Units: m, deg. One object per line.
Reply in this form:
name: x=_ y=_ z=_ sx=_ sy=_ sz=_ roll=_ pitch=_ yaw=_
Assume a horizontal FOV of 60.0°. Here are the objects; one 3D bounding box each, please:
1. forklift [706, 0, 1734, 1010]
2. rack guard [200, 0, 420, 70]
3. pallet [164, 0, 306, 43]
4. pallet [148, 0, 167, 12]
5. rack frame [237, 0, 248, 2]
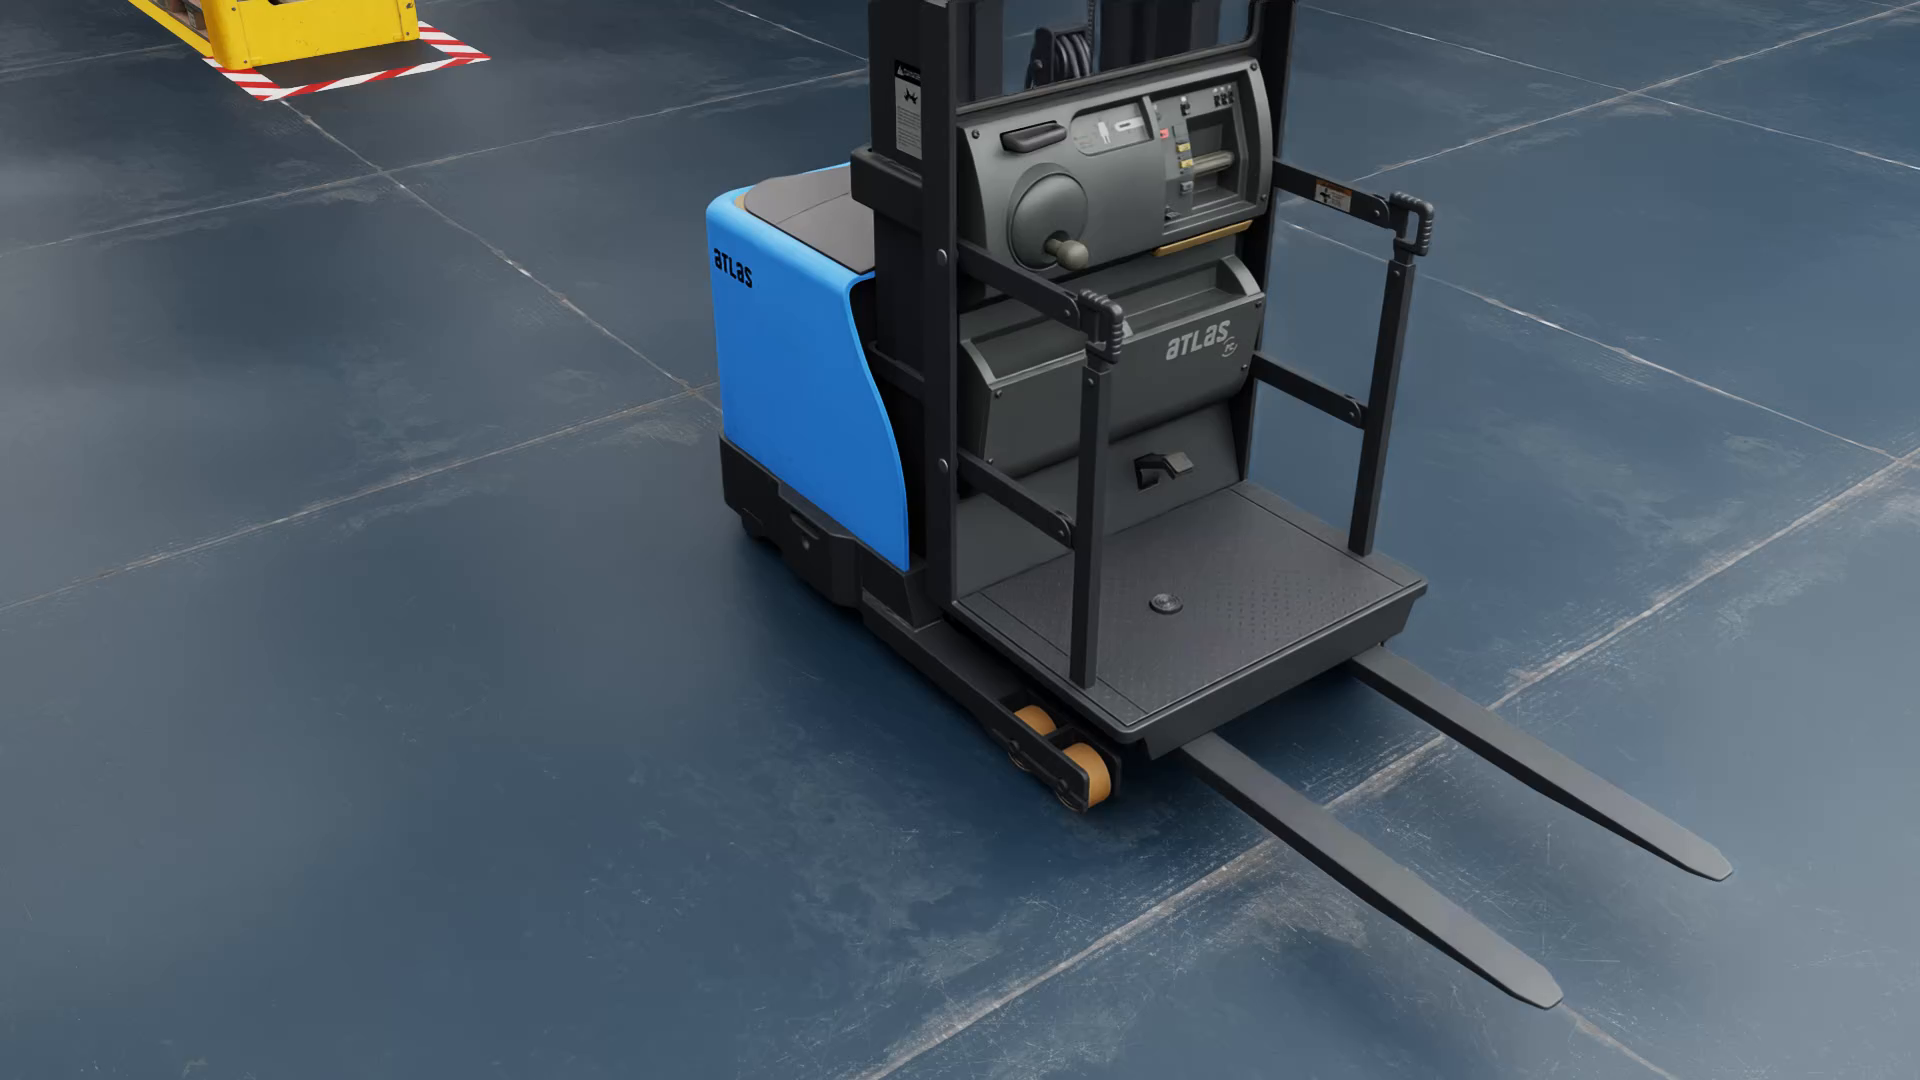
forklift: x=0.530 y=-0.863 z=3.862 sx=1.130 sy=2.935 sz=3.031 roll=-22 pitch=38 yaw=-31
rack guard: x=-3.862 y=-3.180 z=9.896 sx=1.175 sy=0.500 sz=0.348 roll=-22 pitch=38 yaw=-31
pallet: x=-4.356 y=-3.397 z=10.520 sx=1.003 sy=0.211 sz=1.213 roll=-22 pitch=38 yaw=-31
pallet: x=-5.100 y=-3.905 z=11.338 sx=1.003 sy=0.211 sz=1.213 roll=-22 pitch=38 yaw=-31
rack frame: x=-3.778 y=-4.225 z=9.210 sx=1.000 sy=3.000 sz=0.127 roll=-22 pitch=38 yaw=-31
